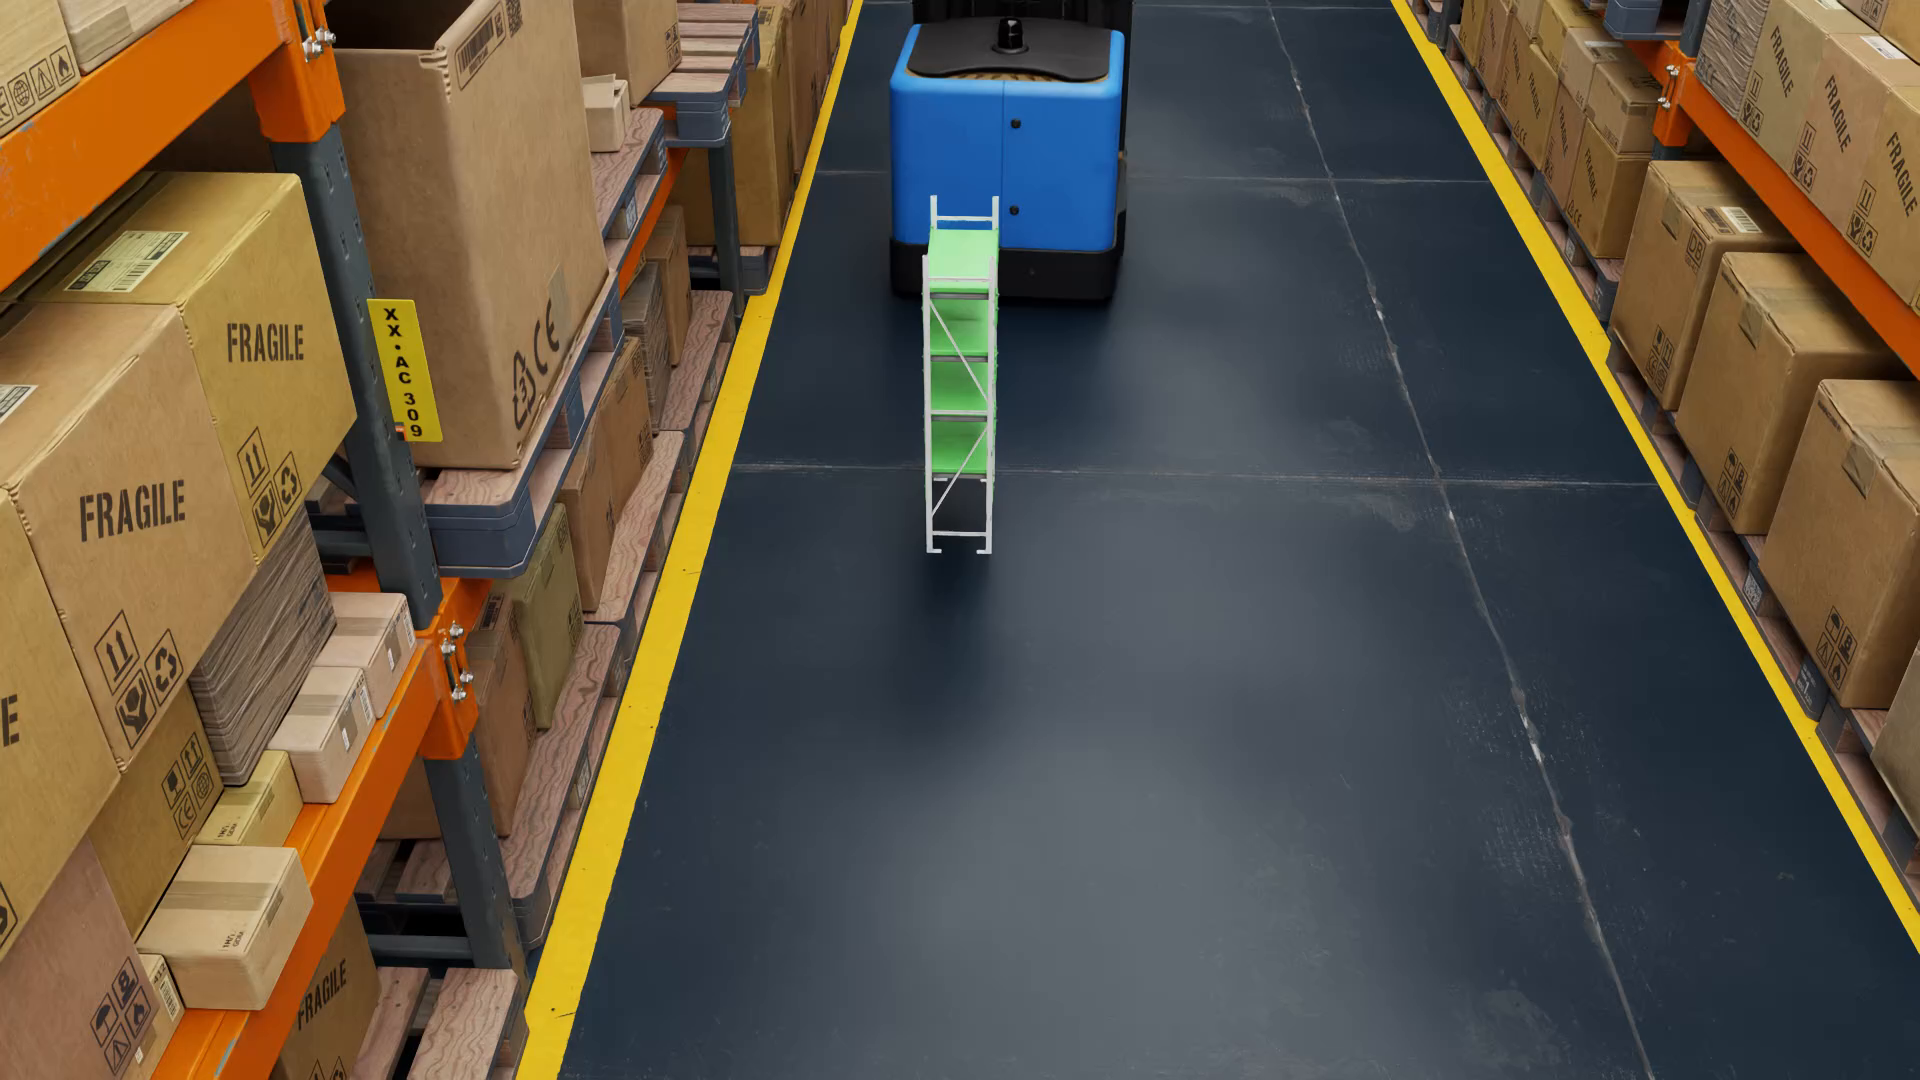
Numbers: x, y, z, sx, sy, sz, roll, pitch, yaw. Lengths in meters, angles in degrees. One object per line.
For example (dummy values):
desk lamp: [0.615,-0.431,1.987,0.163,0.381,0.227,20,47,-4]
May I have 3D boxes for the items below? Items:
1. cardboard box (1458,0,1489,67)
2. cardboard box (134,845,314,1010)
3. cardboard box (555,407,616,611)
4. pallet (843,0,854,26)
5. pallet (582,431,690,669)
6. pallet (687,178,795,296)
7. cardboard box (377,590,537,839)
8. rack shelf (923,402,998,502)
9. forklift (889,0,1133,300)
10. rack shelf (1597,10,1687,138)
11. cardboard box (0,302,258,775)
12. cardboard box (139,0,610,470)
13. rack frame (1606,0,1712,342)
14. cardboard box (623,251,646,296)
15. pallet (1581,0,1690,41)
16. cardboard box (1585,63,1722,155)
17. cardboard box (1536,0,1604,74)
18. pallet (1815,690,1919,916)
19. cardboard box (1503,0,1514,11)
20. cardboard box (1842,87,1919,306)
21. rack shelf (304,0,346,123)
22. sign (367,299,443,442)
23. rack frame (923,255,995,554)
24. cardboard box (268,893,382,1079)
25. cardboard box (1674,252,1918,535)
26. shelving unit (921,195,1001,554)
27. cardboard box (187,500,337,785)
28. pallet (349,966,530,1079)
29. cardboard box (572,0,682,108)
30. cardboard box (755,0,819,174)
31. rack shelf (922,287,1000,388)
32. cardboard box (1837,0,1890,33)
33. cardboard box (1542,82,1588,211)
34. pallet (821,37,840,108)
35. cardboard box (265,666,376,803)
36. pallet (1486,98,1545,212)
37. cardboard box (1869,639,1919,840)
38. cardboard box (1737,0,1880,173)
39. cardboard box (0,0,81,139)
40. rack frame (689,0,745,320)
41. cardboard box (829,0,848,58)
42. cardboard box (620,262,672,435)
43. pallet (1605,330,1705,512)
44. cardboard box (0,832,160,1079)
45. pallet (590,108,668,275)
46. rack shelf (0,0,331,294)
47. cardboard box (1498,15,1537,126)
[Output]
cardboard box: [3.309,-3.148,9.930,0.500,0.500,0.500,3,35,4]
cardboard box: [-1.373,0.671,2.905,0.380,0.149,0.250,1,35,2]
cardboard box: [-1.564,-0.099,5.573,0.700,0.500,0.500,-2,35,-2]
pallet: [-1.240,-3.884,11.594,1.003,0.211,1.213,1,35,2]
pallet: [-1.594,-0.003,6.071,1.003,0.211,1.213,1,35,2]
pallet: [-1.402,-1.603,8.347,1.003,0.211,1.213,1,35,2]
cardboard box: [-1.624,0.496,4.726,0.700,0.500,0.500,-1,35,-2]
rack shelf: [0.007,-0.337,6.215,0.258,0.148,0.480,1,35,2]
forklift: [0.335,-3.143,8.173,1.130,2.935,3.031,3,35,5]
rack shelf: [3.523,-2.974,8.499,1.077,0.370,4.000,1,35,2]
cardboard box: [-1.432,-0.014,2.445,0.500,0.500,0.500,1,35,2]
cardboard box: [-1.498,-0.865,3.984,1.000,1.000,1.000,2,35,2]
rack frame: [3.443,-2.120,6.657,1.000,3.000,0.127,1,35,2]
cardboard box: [-1.517,-1.066,6.297,0.500,0.250,0.500,5,35,7]
pallet: [3.365,-2.453,7.298,1.213,0.211,1.003,1,35,2]
cardboard box: [3.208,-1.974,7.607,0.500,0.250,0.500,1,35,1]
cardboard box: [3.254,-2.556,8.435,0.500,0.250,0.500,2,35,3]
pallet: [3.238,0.874,4.822,1.003,0.211,1.213,1,35,2]
cardboard box: [3.291,-3.149,9.279,0.500,0.250,0.500,2,35,3]
cardboard box: [3.095,-1.041,5.035,0.500,0.500,0.500,1,35,1]
rack shelf: [-1.589,-2.076,4.612,1.077,0.370,4.000,1,35,2]
sign: [-1.127,-0.340,3.372,0.100,0.325,0.005,1,35,2]
rack frame: [-0.003,-0.446,5.841,0.240,1.200,0.015,1,35,2]
cardboard box: [-1.726,1.086,3.905,0.500,0.500,0.500,0,35,0]
cardboard box: [3.297,-0.521,5.974,1.050,0.750,0.750,2,35,3]
shelving unit: [0.007,-0.586,6.040,0.258,1.200,0.503,1,35,2]
cardboard box: [-1.750,0.100,3.153,0.875,0.500,0.500,1,35,2]
pallet: [-1.661,1.534,3.884,1.003,0.211,1.213,1,35,2]
cardboard box: [-1.413,-1.871,5.851,0.700,0.500,0.500,6,36,9]
cardboard box: [-1.417,-2.503,8.685,1.225,0.875,0.875,1,35,2]
rack shelf: [0.007,-0.730,5.939,0.258,0.148,0.480,1,35,2]
cardboard box: [3.396,-2.021,5.561,0.700,0.500,0.500,1,35,1]
cardboard box: [3.233,-1.951,8.226,0.500,0.500,0.500,3,35,4]
pallet: [-1.304,-3.004,10.341,1.003,0.211,1.213,1,35,2]
cardboard box: [-1.404,0.382,3.316,0.380,0.149,0.250,1,35,2]
pallet: [3.527,-2.127,9.092,1.003,0.211,1.213,1,35,2]
cardboard box: [3.217,0.568,4.424,1.050,0.750,0.750,1,35,2]
cardboard box: [3.137,-1.617,5.855,0.500,0.500,0.500,1,35,1]
cardboard box: [-1.459,-0.592,2.006,0.500,0.250,0.500,2,35,3]
rack frame: [-1.509,-2.292,6.903,1.000,3.000,0.127,1,35,2]
cardboard box: [-1.354,-3.525,10.139,1.225,0.875,0.875,1,35,2]
cardboard box: [-1.526,-0.745,6.493,0.700,0.500,0.500,-1,35,-2]
pallet: [3.336,-0.527,6.817,1.003,0.211,1.213,1,35,2]
cardboard box: [-1.724,0.677,2.333,0.875,0.500,0.500,1,35,2]
pallet: [-1.548,-1.075,5.338,1.003,0.211,1.213,1,35,2]
rack shelf: [-1.750,0.222,1.342,1.077,0.370,4.000,1,35,2]
cardboard box: [3.282,-2.543,9.069,0.500,0.500,0.500,2,35,3]
